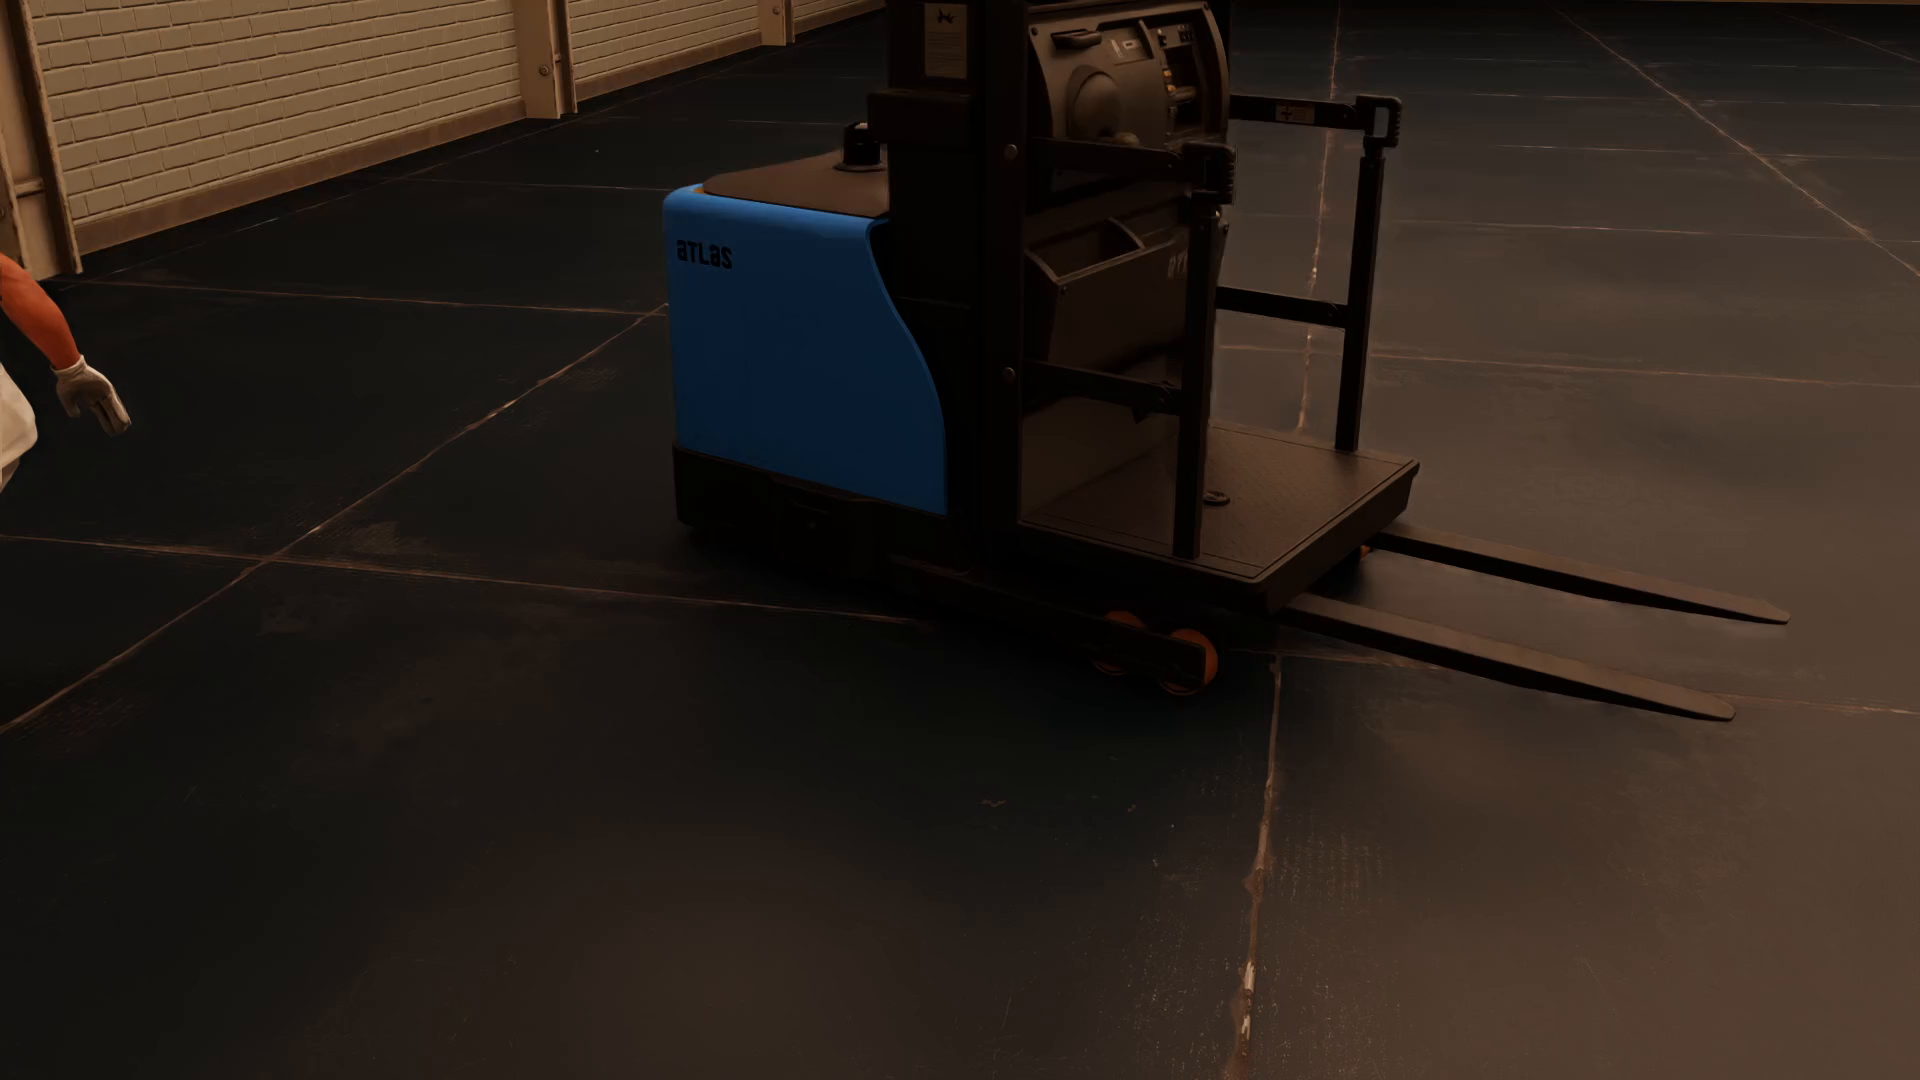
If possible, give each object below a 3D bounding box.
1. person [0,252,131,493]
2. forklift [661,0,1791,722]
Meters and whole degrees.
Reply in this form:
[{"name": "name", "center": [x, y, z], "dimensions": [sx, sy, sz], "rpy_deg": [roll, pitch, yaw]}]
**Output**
[{"name": "person", "center": [-2.404, -0.221, 3.668], "dimensions": [0.771, 1.561, 0.781], "rpy_deg": [9, 24, 20]}, {"name": "forklift", "center": [0.622, -1.192, 4.191], "dimensions": [3.031, 2.935, 1.130], "rpy_deg": [15, 26, 32]}]
